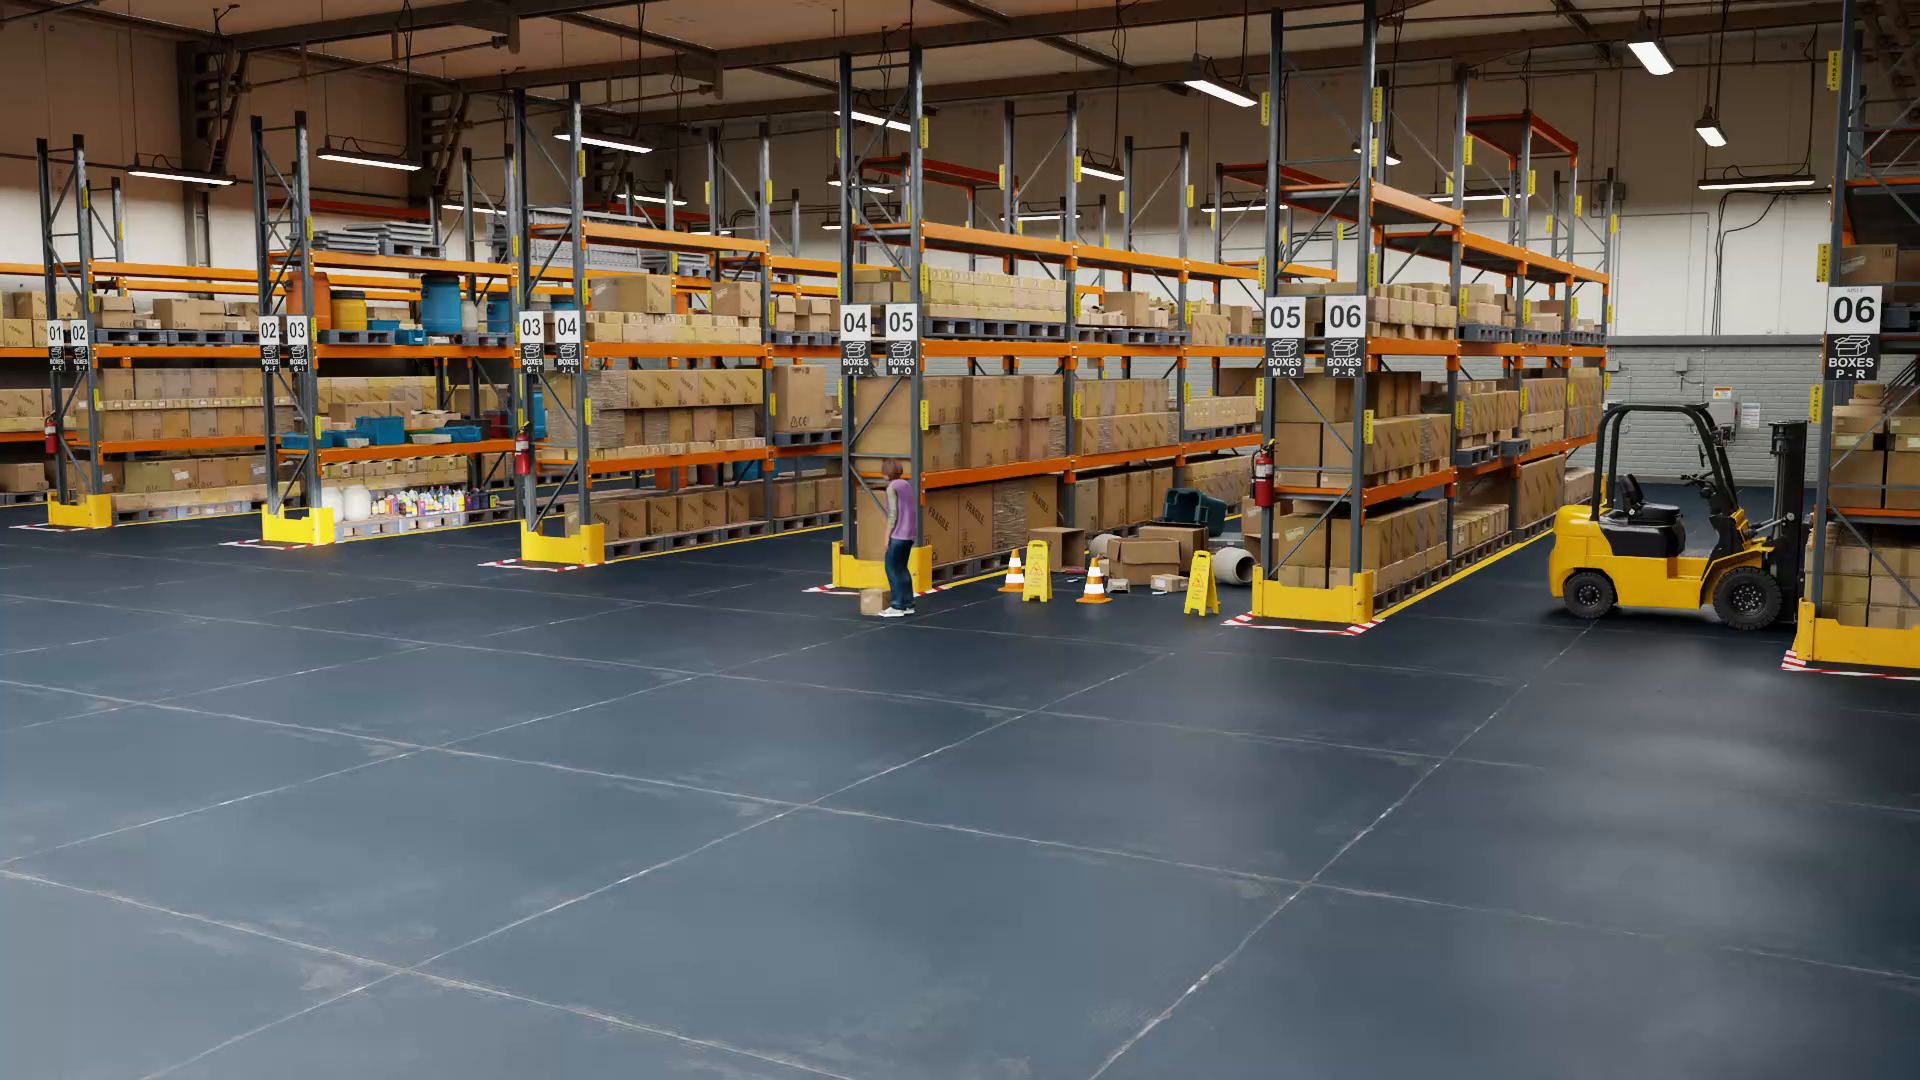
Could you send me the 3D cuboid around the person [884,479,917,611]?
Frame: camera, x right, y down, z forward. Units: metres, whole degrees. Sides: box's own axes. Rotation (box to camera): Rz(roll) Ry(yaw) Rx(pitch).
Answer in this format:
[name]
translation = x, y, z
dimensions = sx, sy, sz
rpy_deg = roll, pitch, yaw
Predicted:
[person]
translation = -0.597, 0.045, 16.789
dimensions = 0.290, 1.326, 0.457
rpy_deg = 3, 7, 26
